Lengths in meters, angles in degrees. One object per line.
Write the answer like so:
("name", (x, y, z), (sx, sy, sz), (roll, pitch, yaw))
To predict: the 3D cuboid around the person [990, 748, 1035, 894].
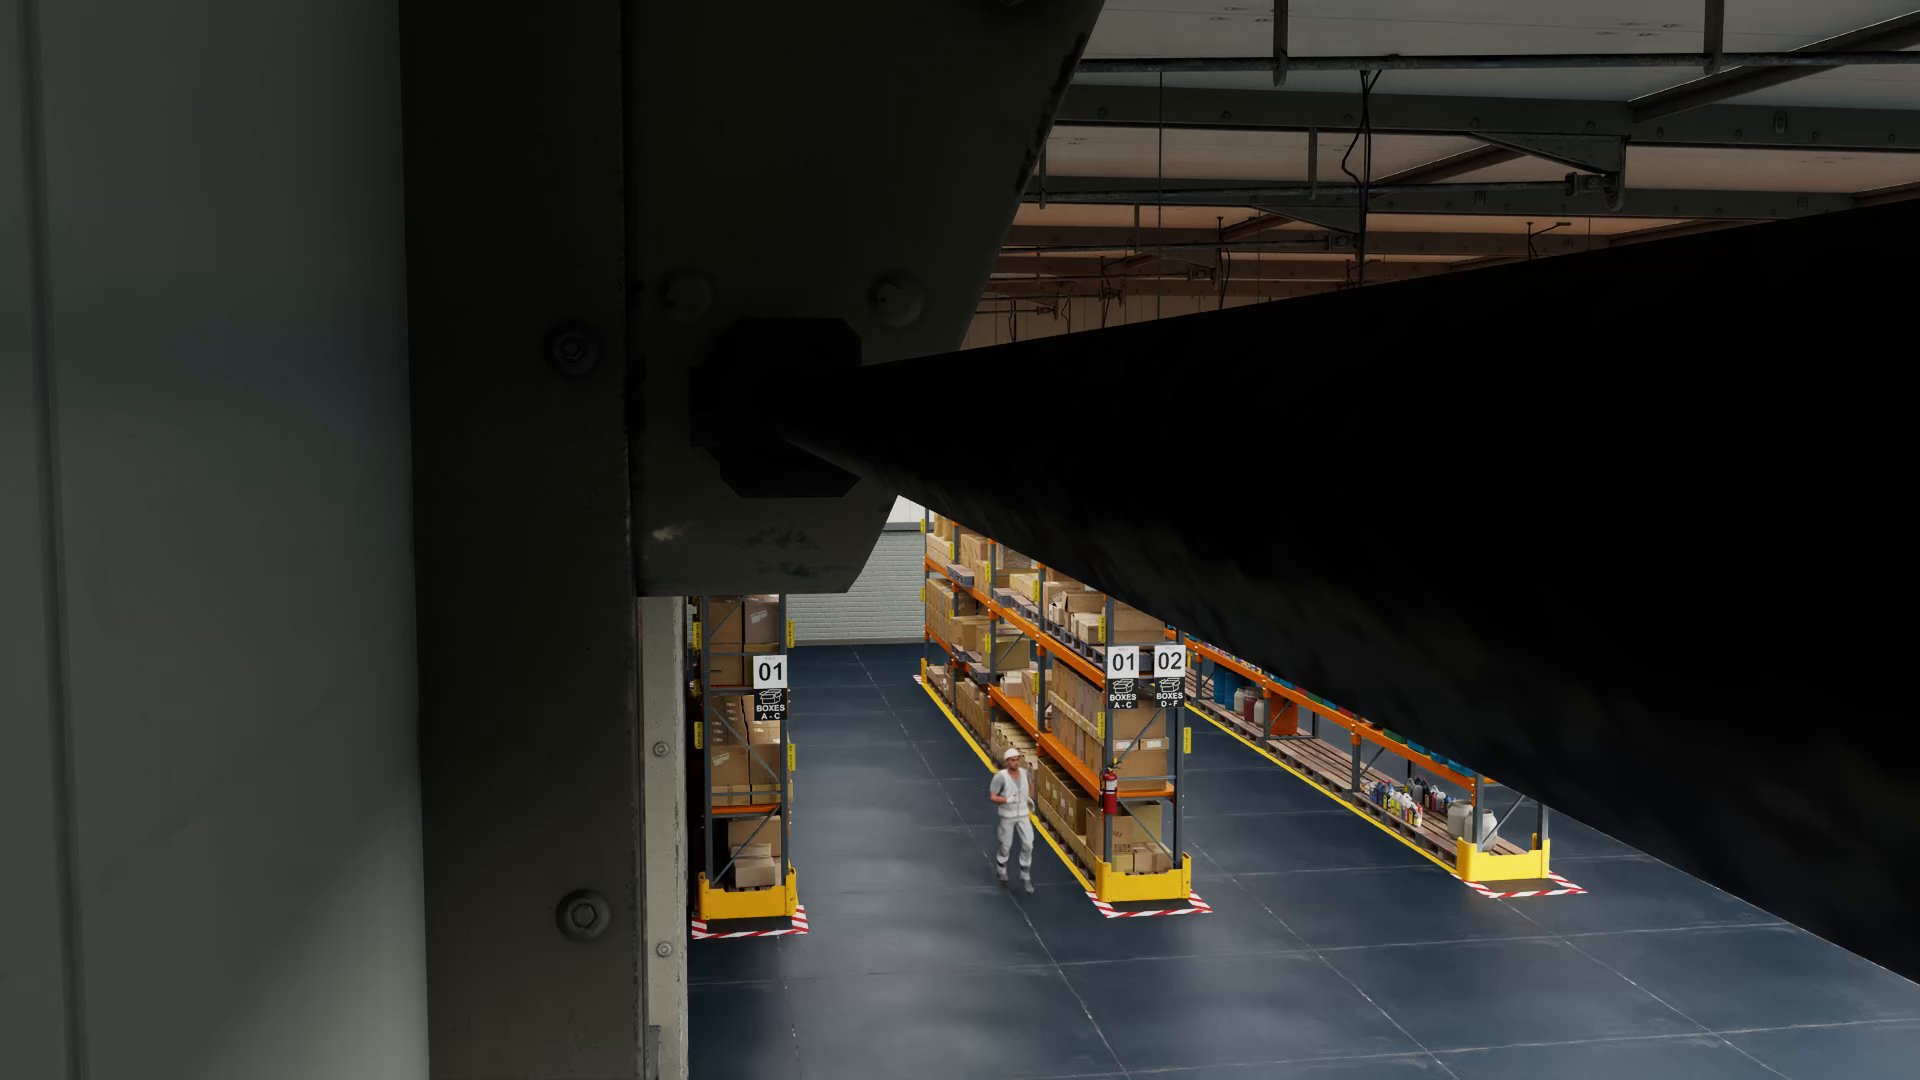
("person", (0.670, 3.573, 21.212), (0.651, 1.858, 0.726), (-2, 5, -21))
